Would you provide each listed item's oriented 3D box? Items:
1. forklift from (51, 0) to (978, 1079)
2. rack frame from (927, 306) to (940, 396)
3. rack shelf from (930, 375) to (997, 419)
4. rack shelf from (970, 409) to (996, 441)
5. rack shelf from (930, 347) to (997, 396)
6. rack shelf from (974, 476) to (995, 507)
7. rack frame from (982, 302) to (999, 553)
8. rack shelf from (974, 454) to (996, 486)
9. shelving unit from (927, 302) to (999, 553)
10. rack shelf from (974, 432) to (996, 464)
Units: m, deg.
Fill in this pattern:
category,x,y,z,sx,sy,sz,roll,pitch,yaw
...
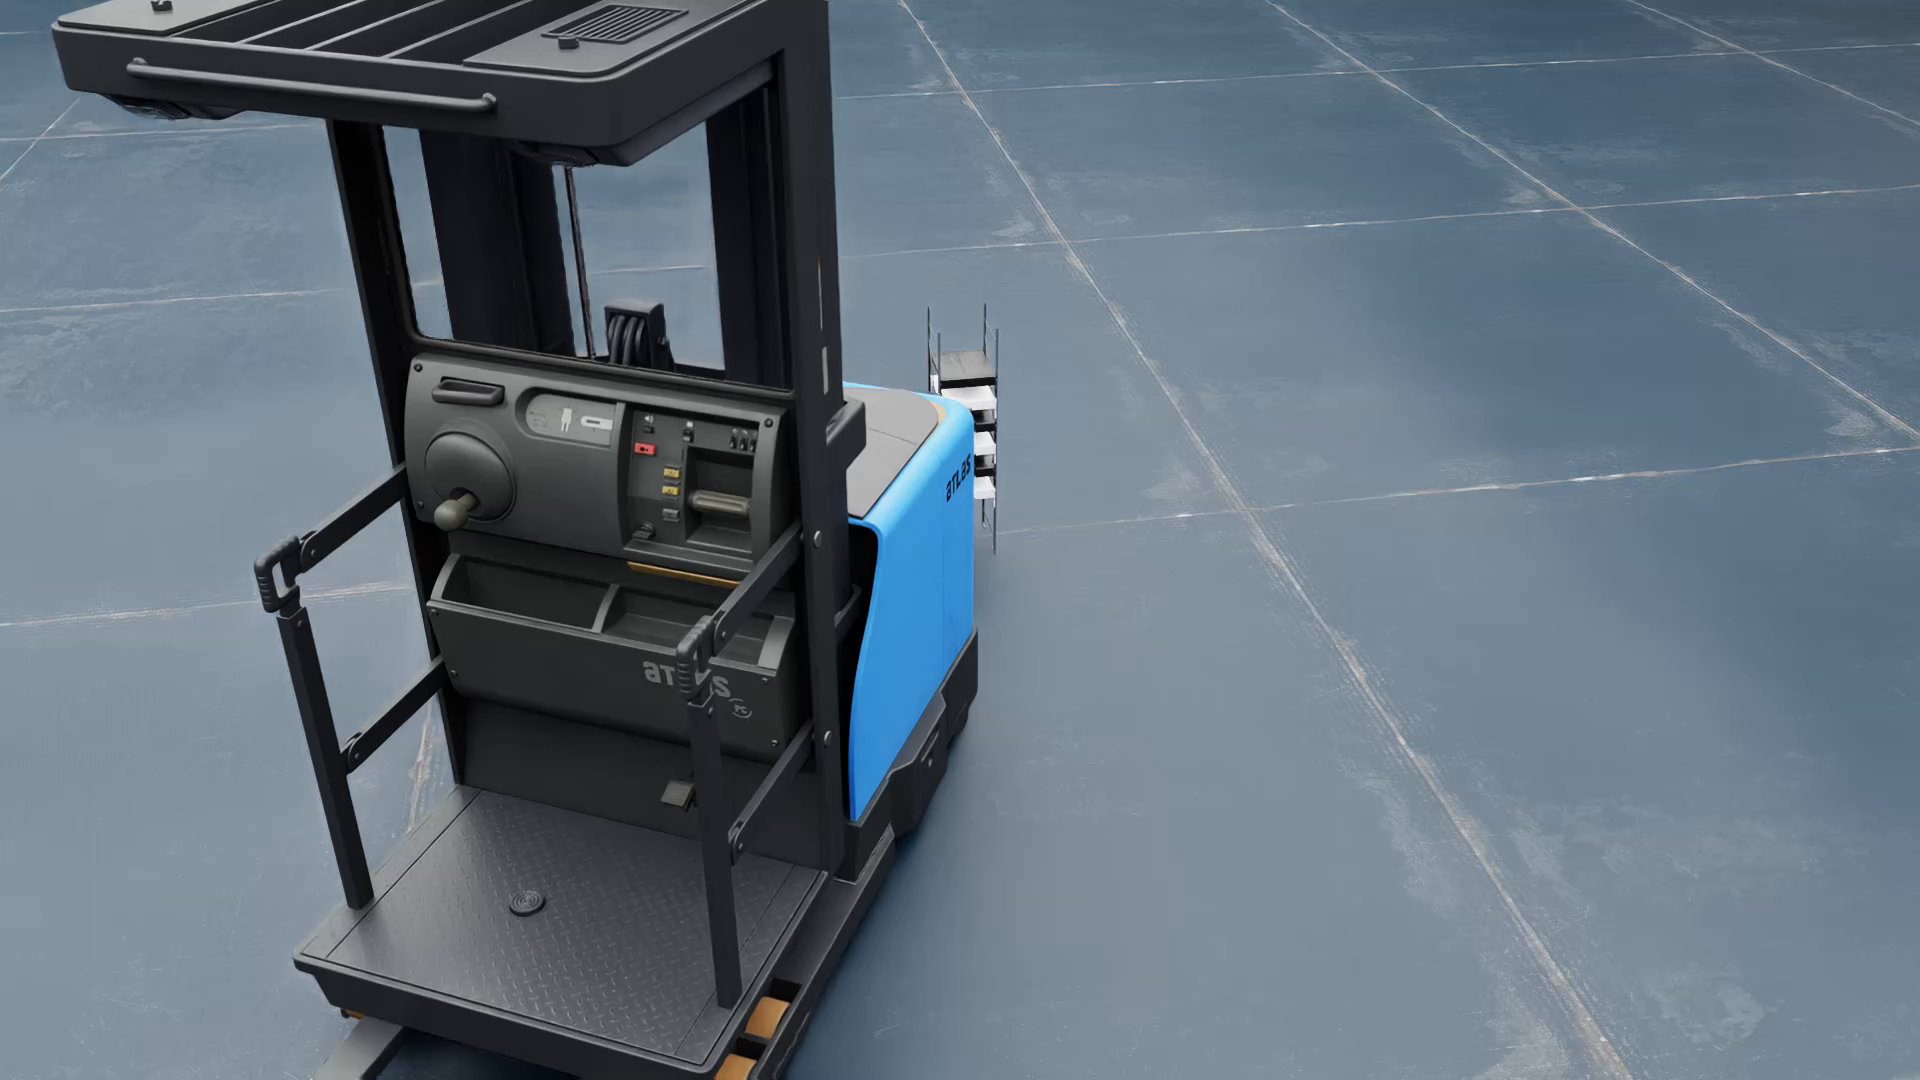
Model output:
category,x,y,z,sx,sy,sz,roll,pitch,yaw
forklift,-0.903,-0.119,3.561,1.130,2.935,3.031,10,32,16
rack frame,-0.092,-0.379,6.007,0.006,0.900,0.240,-5,31,-9
rack shelf,0.008,-0.515,5.949,0.200,0.077,0.258,-5,31,-9
rack shelf,0.008,-0.437,5.994,0.200,0.077,0.258,-5,31,-9
rack shelf,0.008,-0.593,5.903,0.200,0.077,0.258,-5,31,-9
rack shelf,0.008,-0.205,6.131,0.200,0.077,0.258,-5,31,-9
rack frame,0.108,-0.398,6.039,0.006,0.900,0.240,-5,31,-9
rack shelf,0.008,-0.282,6.086,0.200,0.077,0.258,-5,31,-9
shelving unit,0.008,-0.389,6.023,0.210,0.900,0.258,-5,31,-9
rack shelf,0.008,-0.360,6.040,0.200,0.077,0.258,-5,31,-9
